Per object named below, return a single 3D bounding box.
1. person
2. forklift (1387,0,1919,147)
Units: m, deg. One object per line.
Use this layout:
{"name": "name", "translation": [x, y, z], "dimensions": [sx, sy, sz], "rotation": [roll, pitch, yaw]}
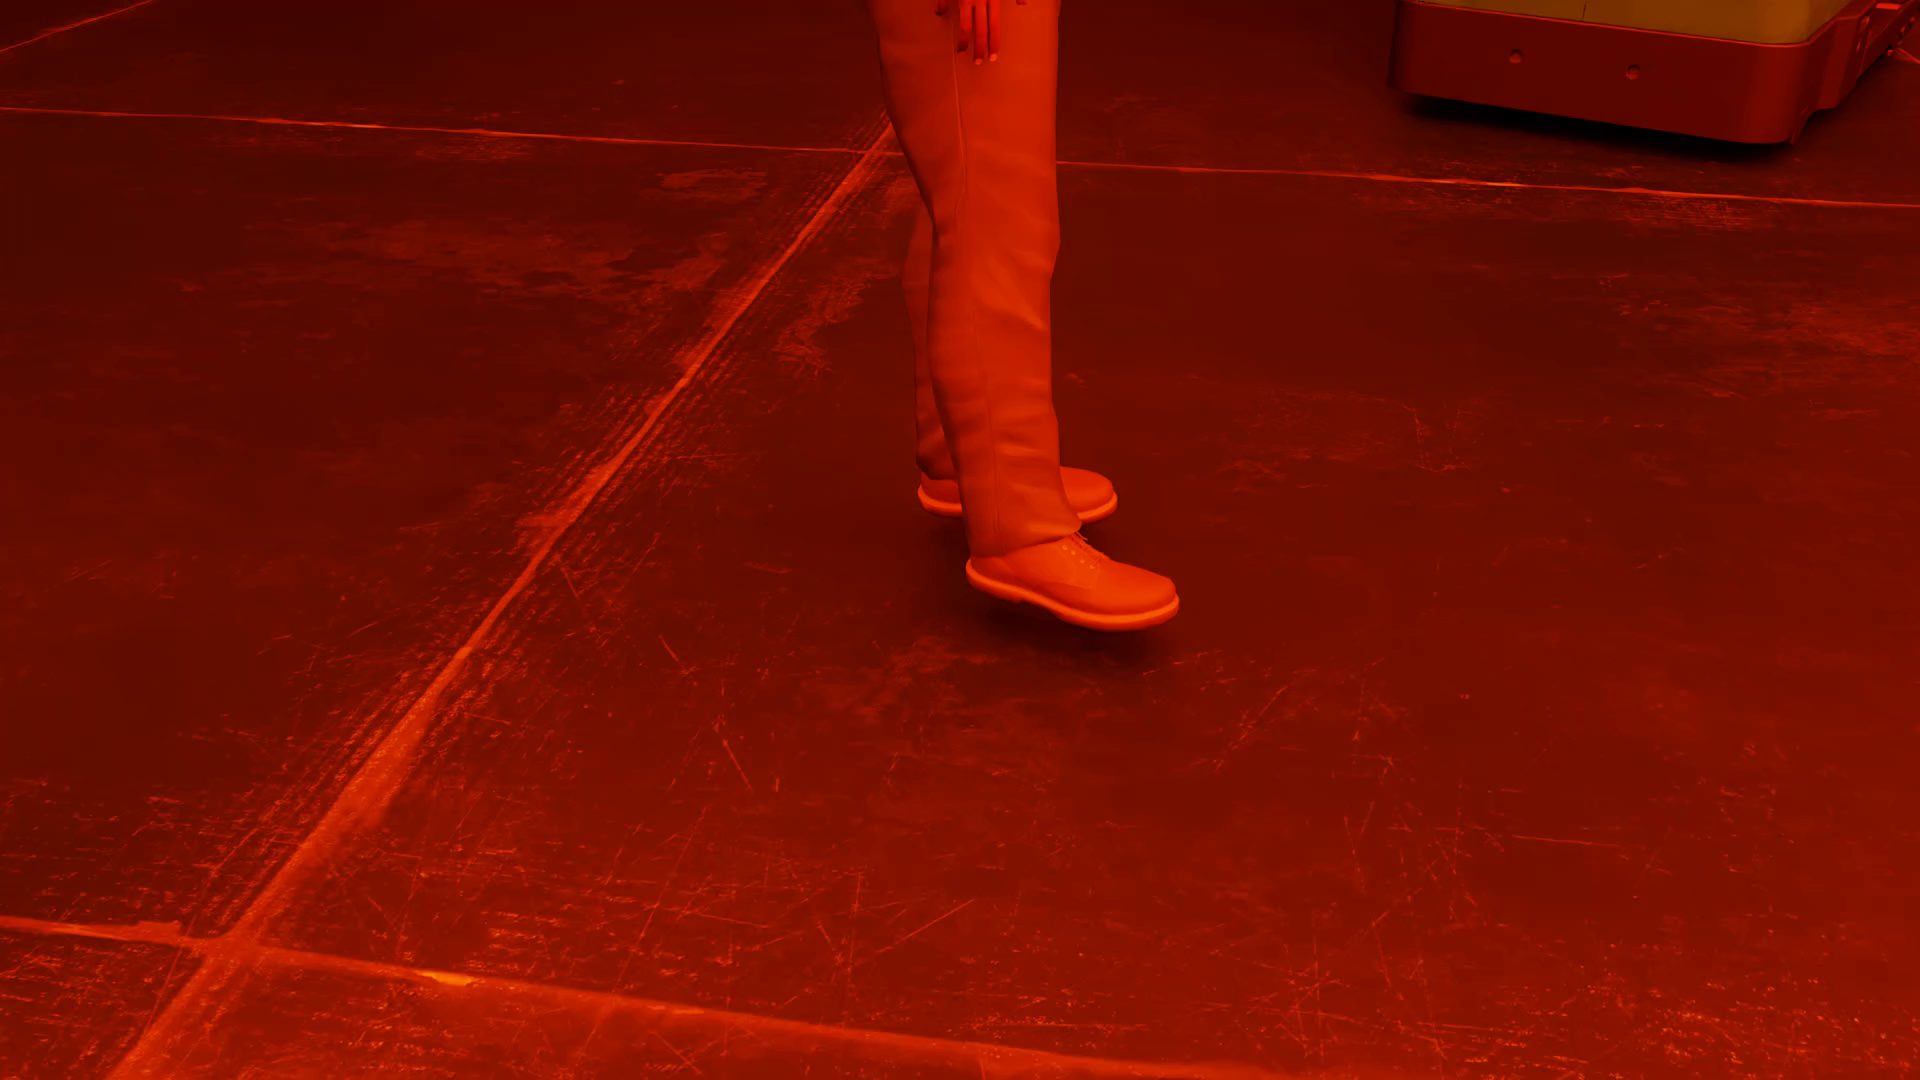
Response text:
{"name": "person", "translation": [0.083, -0.748, 2.045], "dimensions": [0.503, 1.656, 0.569], "rotation": [5, 29, 9]}
{"name": "forklift", "translation": [2.447, -2.926, 4.756], "dimensions": [1.130, 2.935, 3.031], "rotation": [19, 34, 30]}
